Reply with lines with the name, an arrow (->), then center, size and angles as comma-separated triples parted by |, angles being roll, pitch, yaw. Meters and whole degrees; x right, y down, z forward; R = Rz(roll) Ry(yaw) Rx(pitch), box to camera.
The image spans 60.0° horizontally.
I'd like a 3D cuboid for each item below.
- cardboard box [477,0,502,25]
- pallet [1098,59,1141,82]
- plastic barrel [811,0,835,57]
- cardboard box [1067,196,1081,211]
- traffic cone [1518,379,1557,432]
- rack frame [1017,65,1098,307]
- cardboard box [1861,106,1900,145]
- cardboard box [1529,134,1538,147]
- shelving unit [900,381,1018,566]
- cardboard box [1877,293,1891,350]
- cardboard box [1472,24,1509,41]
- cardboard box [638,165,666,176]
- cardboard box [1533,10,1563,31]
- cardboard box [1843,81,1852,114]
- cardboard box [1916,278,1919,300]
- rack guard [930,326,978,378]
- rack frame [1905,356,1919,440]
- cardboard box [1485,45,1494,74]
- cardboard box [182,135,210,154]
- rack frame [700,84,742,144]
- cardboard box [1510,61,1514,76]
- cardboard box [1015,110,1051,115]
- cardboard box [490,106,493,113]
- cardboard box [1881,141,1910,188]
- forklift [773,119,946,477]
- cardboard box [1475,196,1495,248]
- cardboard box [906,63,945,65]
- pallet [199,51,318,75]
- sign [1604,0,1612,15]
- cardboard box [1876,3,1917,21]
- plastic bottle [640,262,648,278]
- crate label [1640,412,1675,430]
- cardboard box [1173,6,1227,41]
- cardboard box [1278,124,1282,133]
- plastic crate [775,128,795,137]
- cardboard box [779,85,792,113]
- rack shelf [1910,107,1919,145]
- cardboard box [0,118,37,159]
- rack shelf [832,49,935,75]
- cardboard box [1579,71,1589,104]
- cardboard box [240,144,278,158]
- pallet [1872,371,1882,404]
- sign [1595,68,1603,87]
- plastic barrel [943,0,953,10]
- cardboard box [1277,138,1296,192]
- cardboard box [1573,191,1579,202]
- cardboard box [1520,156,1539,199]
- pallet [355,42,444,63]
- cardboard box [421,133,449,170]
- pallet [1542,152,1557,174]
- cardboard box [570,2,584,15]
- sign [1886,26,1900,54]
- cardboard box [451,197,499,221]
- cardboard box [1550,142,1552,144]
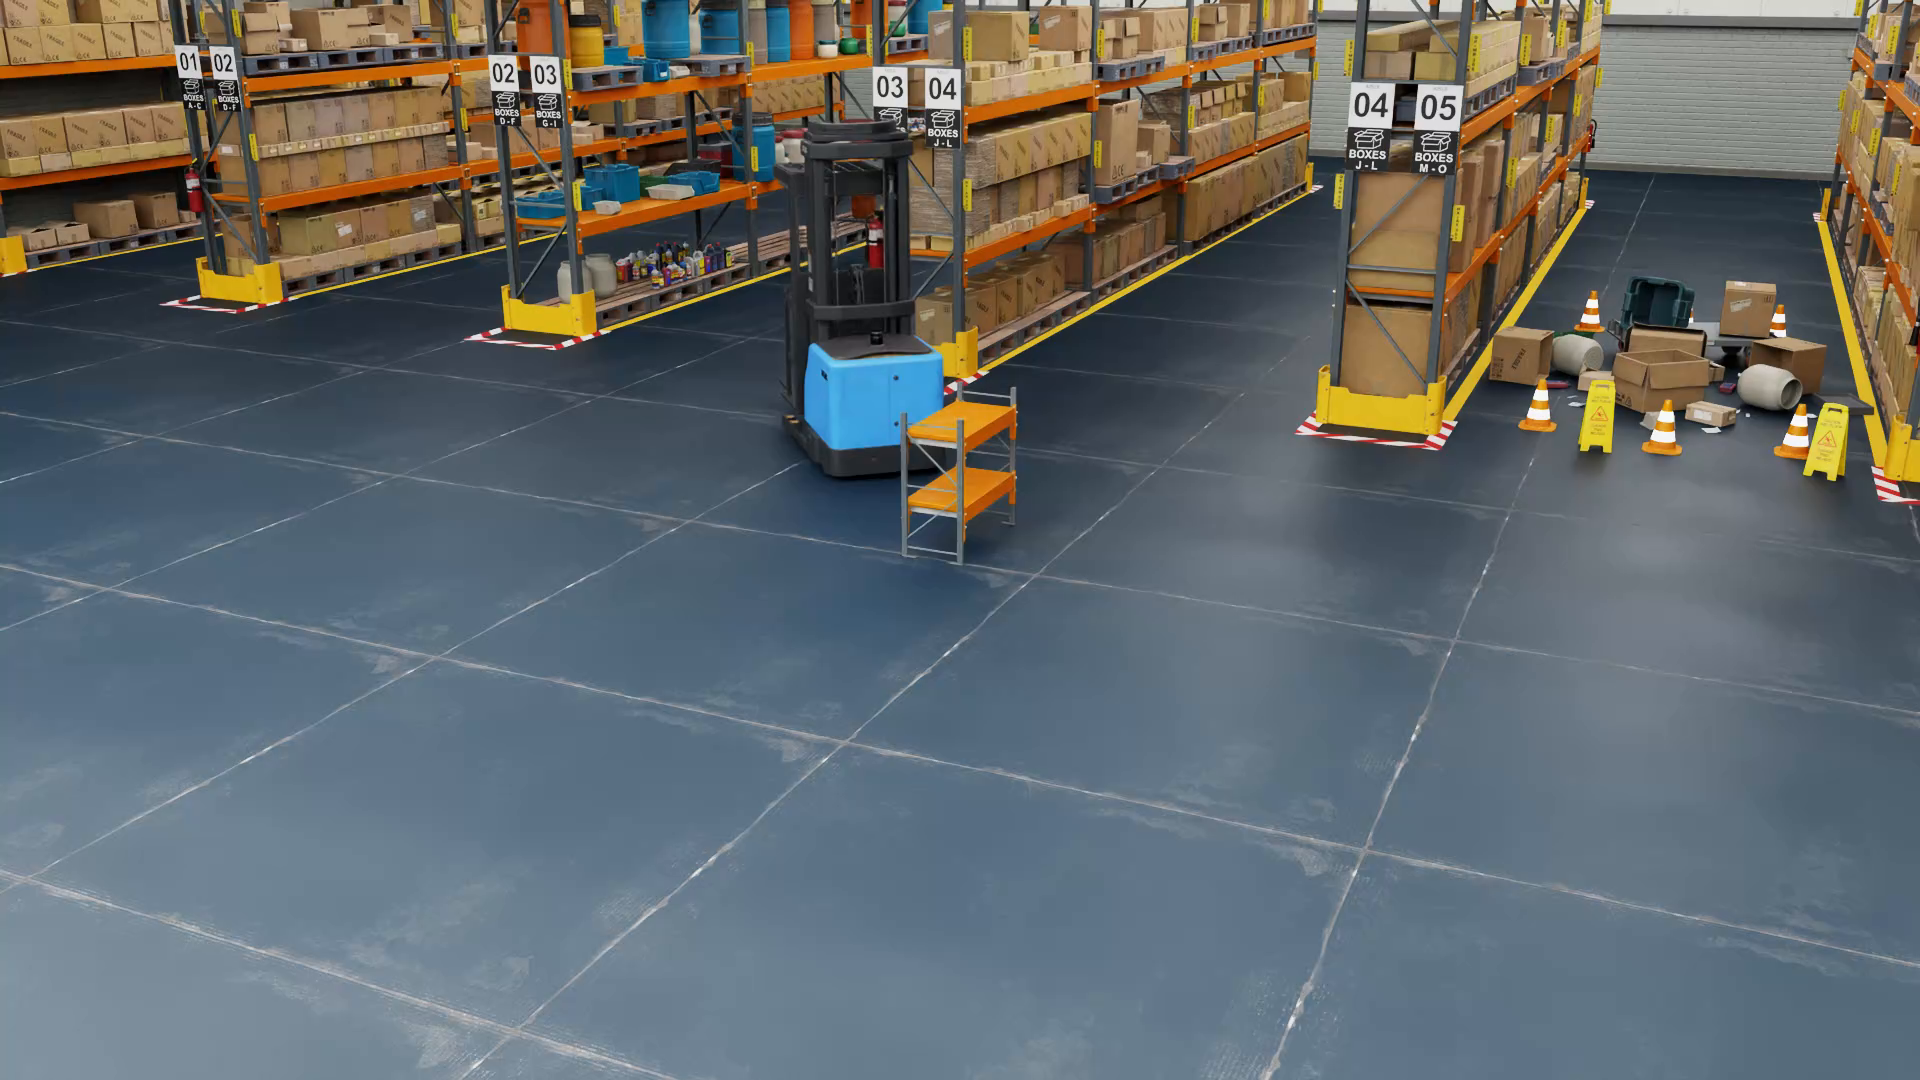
cardboard box -> -7.320, -8.089, 25.239 | 0.500, 0.500, 0.500 | 11, 22, 28
pallet -> 1.565, -5.973, 21.092 | 1.213, 0.211, 1.003 | 9, 21, 23
plastic barrel -> -2.200, -7.805, 25.214 | 0.600, 0.901, 0.600 | 0, 20, 0
cardboard box -> 1.284, -4.175, 20.606 | 0.380, 0.149, 0.250 | 9, 21, 23
traffic cone -> 5.574, -1.312, 15.968 | 0.336, 0.463, 0.334 | 9, 21, 23
rack frame -> 1.215, -4.474, 21.073 | 1.000, 3.000, 0.127 | 9, 21, 23
cardboard box -> 12.699, -5.671, 22.797 | 0.500, 0.500, 0.500 | 8, 21, 21
cardboard box -> 7.705, -5.461, 22.710 | 0.380, 0.149, 0.250 | 9, 21, 23
shelving unit -> 0.003, -0.532, 12.786 | 0.538, 1.125, 1.048 | 9, 21, 23
cardboard box -> 9.768, -2.227, 17.112 | 0.500, 0.500, 0.500 | 10, 22, 25
cardboard box -> 5.426, -5.213, 17.083 | 0.380, 0.149, 0.250 | 9, 21, 23
cardboard box -> -5.527, -6.348, 29.415 | 0.500, 0.500, 0.500 | 8, 21, 21
cardboard box -> 7.965, -7.050, 22.548 | 0.396, 0.266, 0.258 | 9, 21, 23
cardboard box -> 14.714, -7.193, 27.078 | 0.500, 0.500, 0.500 | 8, 21, 21
cardboard box -> 8.589, -2.283, 14.318 | 0.500, 0.500, 0.500 | 8, 21, 22
rack guard -> -0.392, -2.097, 18.119 | 1.175, 0.500, 0.348 | 9, 21, 23
rack frame -> 8.618, -1.892, 13.812 | 1.000, 3.000, 0.127 | 9, 21, 23
cardboard box -> 4.905, -4.690, 16.207 | 0.500, 0.250, 0.500 | 8, 21, 22
cardboard box -> -12.259, -6.266, 26.305 | 0.500, 0.250, 0.500 | 9, 21, 23
rack frame -> -4.545, -8.280, 31.775 | 1.000, 3.000, 0.127 | 9, 21, 23
cardboard box -> 5.738, -5.071, 17.872 | 0.380, 0.149, 0.250 | 9, 21, 24
cardboard box -> 0.799, -5.030, 20.551 | 0.500, 0.500, 0.500 | 9, 21, 23
cardboard box -> -9.230, -8.466, 32.641 | 0.380, 0.149, 0.250 | 9, 21, 23
cardboard box -> 11.292, -4.456, 19.803 | 0.500, 0.500, 0.500 | 10, 22, 25
forklift -> -1.064, -2.382, 15.293 | 1.130, 2.935, 3.031 | -6, 20, -17
cardboard box -> 5.354, -3.548, 18.245 | 0.875, 0.550, 0.550 | 9, 21, 23
cardboard box -> -0.380, -4.973, 17.628 | 0.380, 0.149, 0.250 | 8, 21, 21
pallet -> -9.146, -6.196, 21.570 | 1.003, 0.211, 1.213 | 9, 21, 23
sign -> 11.111, -9.179, 28.506 | 0.100, 0.325, 0.005 | 9, 21, 23
cardboard box -> 14.208, -7.893, 25.283 | 0.500, 0.500, 0.500 | 9, 21, 24
plastic bottle -> -4.212, -3.605, 22.149 | 0.097, 0.201, 0.097 | 0, 20, 0
crate label -> 6.731, -1.149, 15.994 | 0.250, 0.136, 0.298 | -2, 20, -5
cardboard box -> 3.670, -7.984, 25.686 | 0.797, 0.503, 0.637 | 8, 21, 22
cardboard box -> 5.446, -7.243, 29.232 | 0.380, 0.149, 0.250 | 9, 21, 23
plastic crate -> -2.606, -5.955, 25.141 | 0.402, 0.464, 0.583 | 9, 21, 23
cardboard box -> -3.674, -8.755, 32.962 | 0.500, 0.500, 0.500 | 8, 21, 22
rack shelf -> 9.437, -3.578, 15.149 | 1.077, 0.370, 4.000 | 9, 21, 23
cardboard box -> -13.510, -5.687, 23.559 | 0.500, 0.500, 0.500 | 9, 21, 23
rack shelf -> -0.847, -8.062, 27.760 | 1.077, 0.370, 4.000 | 9, 21, 23
cardboard box -> 10.026, -7.438, 27.322 | 0.500, 0.500, 0.500 | 8, 21, 21
cardboard box -> -9.102, -5.055, 21.589 | 0.380, 0.149, 0.250 | 8, 21, 22
pallet -> 10.013, -1.591, 17.126 | 1.003, 0.211, 1.213 | 9, 21, 23
sign -> 11.111, -8.043, 28.910 | 0.100, 0.325, 0.005 | 9, 21, 23
plastic barrel -> -0.216, -8.992, 28.394 | 0.600, 0.588, 0.600 | 0, 20, 0
cardboard box -> 5.567, -6.855, 30.311 | 0.875, 0.875, 0.875 | 9, 21, 23
cardboard box -> 10.575, -6.004, 29.002 | 0.380, 0.149, 0.250 | 9, 22, 24
cardboard box -> 7.192, -4.706, 21.576 | 0.500, 0.500, 0.500 | 9, 21, 23
pallet -> -8.147, -6.942, 23.668 | 1.003, 0.211, 1.213 | 9, 21, 23
cardboard box -> -7.997, -5.745, 24.498 | 0.700, 0.500, 0.500 | 8, 21, 21
pallet -> 8.110, -5.506, 24.261 | 1.003, 0.211, 1.213 | 9, 21, 23
cardboard box -> -8.117, -11.033, 34.487 | 0.500, 0.250, 0.500 | 8, 21, 21
sign -> 11.391, -6.110, 20.307 | 0.100, 0.325, 0.005 | 9, 21, 23
cardboard box -> -7.424, -5.093, 25.454 | 0.500, 0.311, 0.500 | 9, 21, 23
cardboard box -> 8.455, -5.876, 24.319 | 0.380, 0.149, 0.250 | 9, 21, 23
